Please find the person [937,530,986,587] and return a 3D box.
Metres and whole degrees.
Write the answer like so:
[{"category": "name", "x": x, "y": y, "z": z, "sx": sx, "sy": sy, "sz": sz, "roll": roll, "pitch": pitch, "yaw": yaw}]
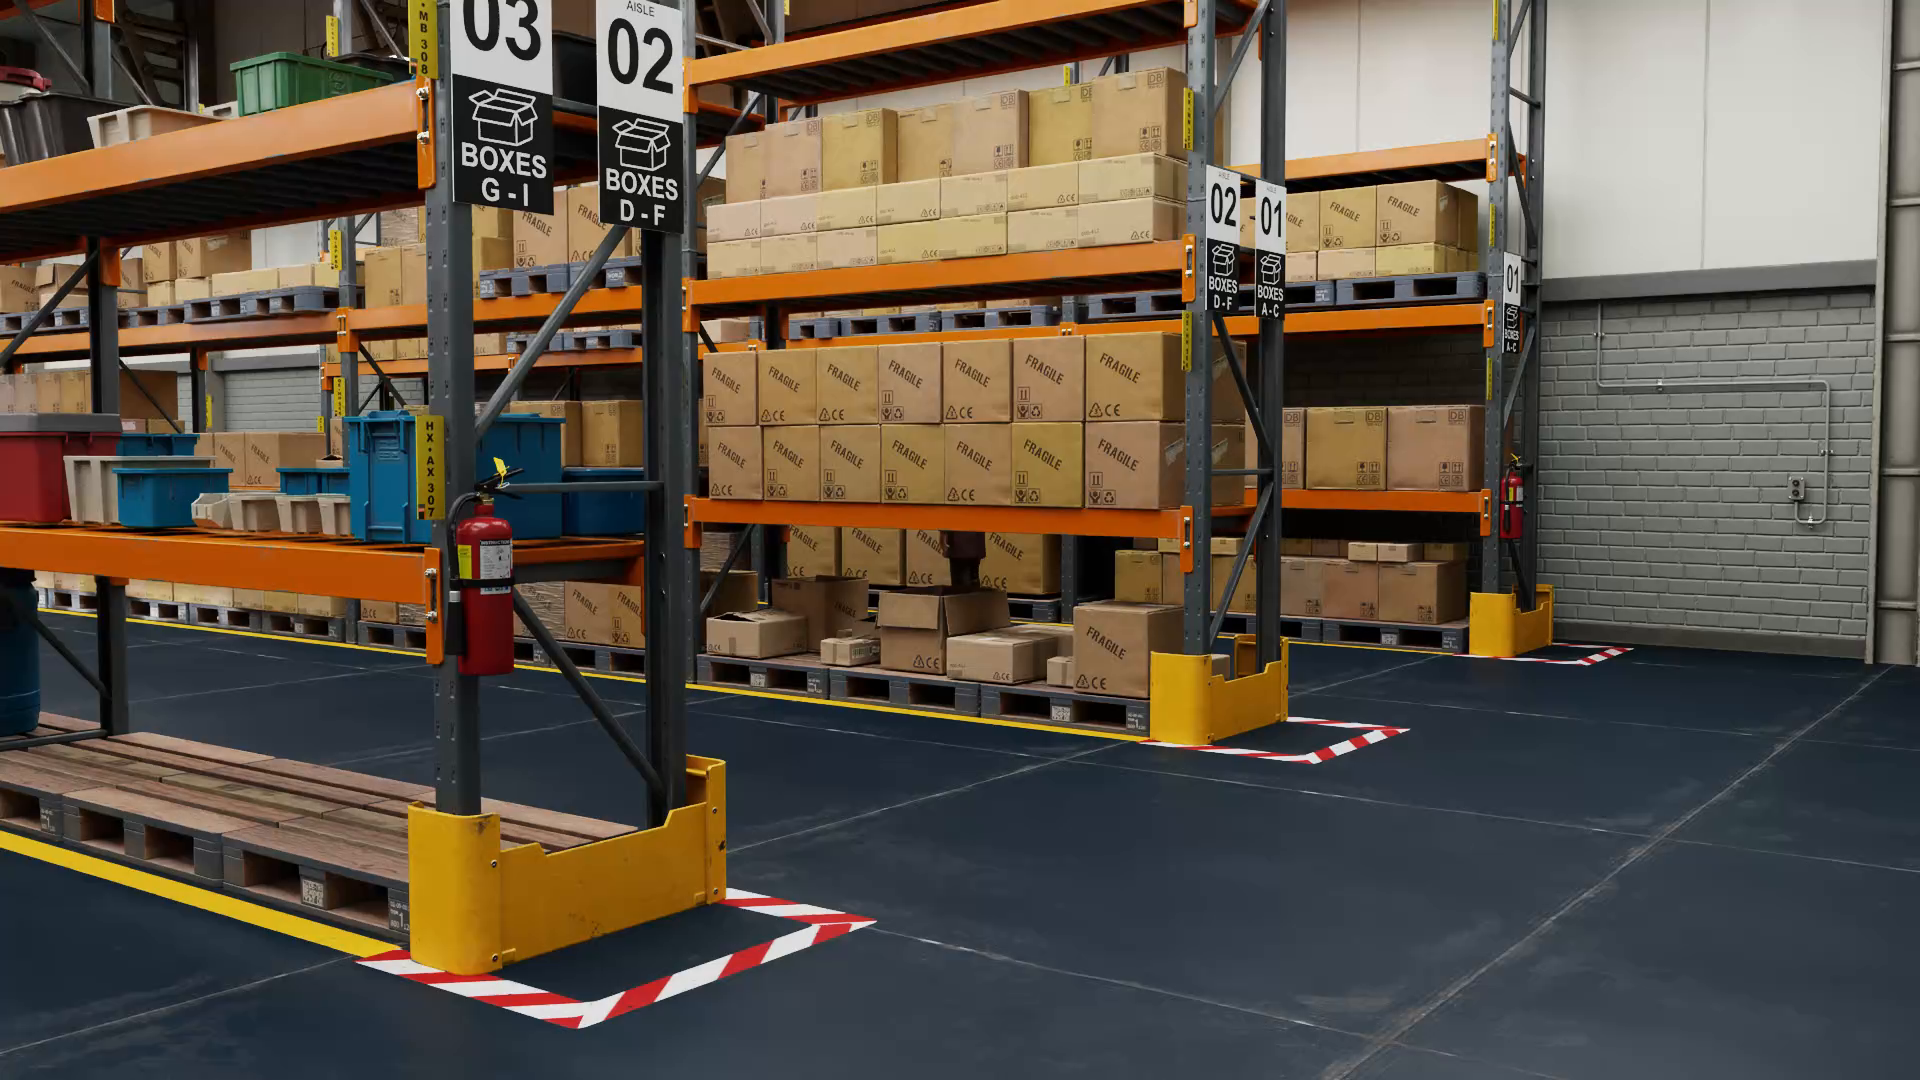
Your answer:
[{"category": "person", "x": -0.025, "y": -0.069, "z": 15.028, "sx": 0.580, "sy": 1.776, "sz": 0.695, "roll": 2, "pitch": 4, "yaw": 36}]
